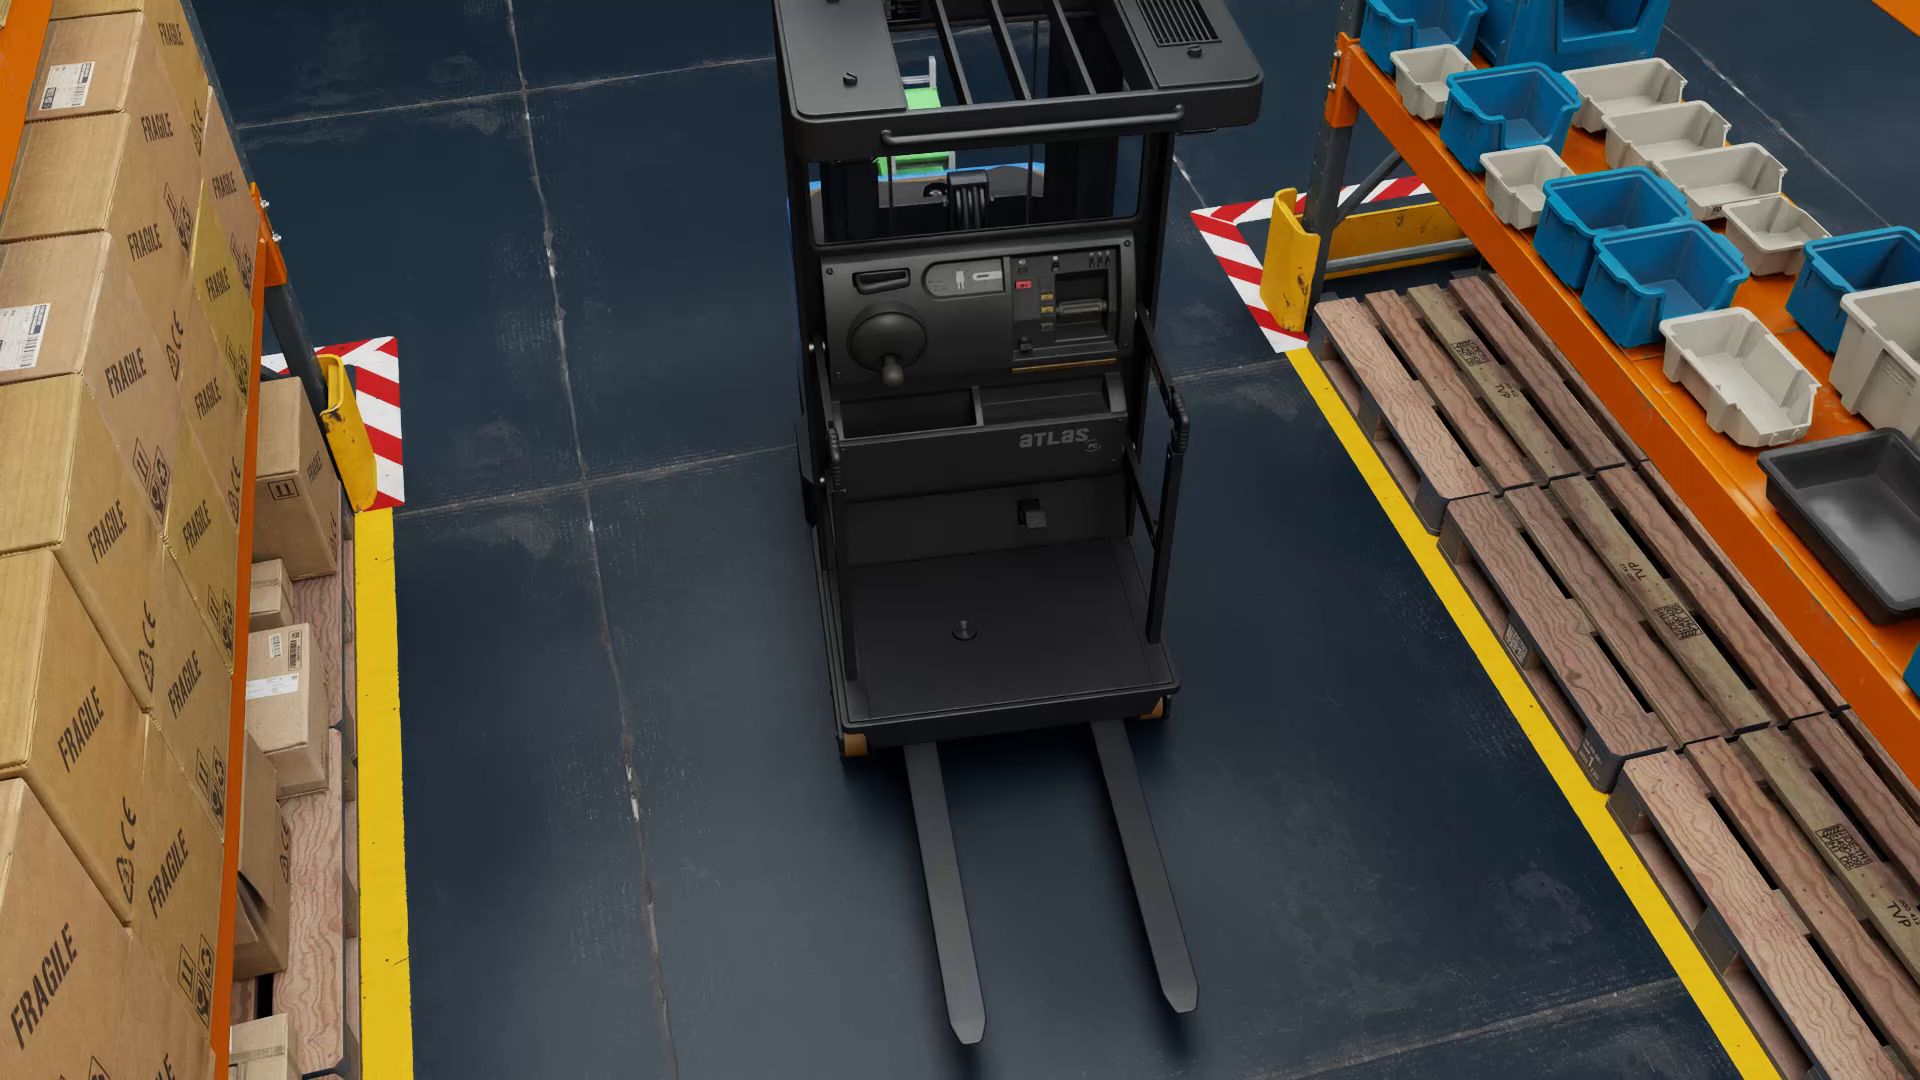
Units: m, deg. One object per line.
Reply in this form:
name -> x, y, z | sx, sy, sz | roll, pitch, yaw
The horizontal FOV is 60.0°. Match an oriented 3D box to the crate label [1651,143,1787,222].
crate label -> 2.467, -1.146, 5.416 | 0.396, 0.136, 0.243 | -11, 47, -10

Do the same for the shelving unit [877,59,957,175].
shelving unit -> -0.177, -1.236, 6.622 | 0.258, 1.200, 0.503 | -6, 46, -6

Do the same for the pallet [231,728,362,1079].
pallet -> -2.327, 1.185, 4.941 | 1.003, 0.211, 1.213 | -11, 47, -10

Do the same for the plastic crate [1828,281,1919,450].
plastic crate -> 2.740, -0.444, 4.626 | 0.437, 0.282, 0.530 | -11, 47, -10

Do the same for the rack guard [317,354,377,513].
rack guard -> -2.841, -0.308, 6.201 | 1.175, 0.500, 0.348 | -11, 47, -10

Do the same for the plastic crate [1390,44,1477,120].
plastic crate -> 1.676, -1.599, 5.860 | 0.250, 0.136, 0.298 | -11, 47, -10

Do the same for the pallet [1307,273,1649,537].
pallet -> 2.102, -0.586, 6.676 | 1.003, 0.211, 1.213 | -11, 47, -10

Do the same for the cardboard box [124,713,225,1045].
cardboard box -> -1.838, 0.737, 3.357 | 0.500, 0.500, 0.500 | -10, 46, -10

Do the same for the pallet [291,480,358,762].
pallet -> -2.636, 0.344, 5.765 | 1.003, 0.211, 1.213 | -11, 47, -10

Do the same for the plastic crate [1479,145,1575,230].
plastic crate -> 1.849, -1.131, 5.401 | 0.250, 0.136, 0.298 | -11, 47, -10

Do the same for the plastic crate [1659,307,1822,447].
plastic crate -> 2.216, -0.452, 4.736 | 0.293, 0.136, 0.466 | -11, 47, -10

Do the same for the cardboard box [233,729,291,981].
cardboard box -> -2.323, 0.950, 4.658 | 0.797, 0.503, 0.637 | -11, 47, -10

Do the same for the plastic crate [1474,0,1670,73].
plastic crate -> 2.195, -1.974, 6.018 | 0.616, 0.435, 0.499 | -11, 47, -10

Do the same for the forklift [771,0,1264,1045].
forklift -> 0.097, -0.586, 4.772 | 1.130, 2.935, 3.031 | -6, 46, -6

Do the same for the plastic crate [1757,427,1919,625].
plastic crate -> 2.406, -0.025, 4.325 | 0.437, 0.125, 0.590 | -11, 47, -10

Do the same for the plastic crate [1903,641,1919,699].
plastic crate -> 2.503, 0.348, 3.778 | 0.392, 0.384, 0.575 | -11, 47, -10

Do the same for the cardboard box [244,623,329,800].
cardboard box -> -2.269, 0.565, 5.213 | 0.500, 0.250, 0.500 | -11, 47, -10

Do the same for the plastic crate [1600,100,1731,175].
plastic crate -> 2.373, -1.334, 5.600 | 0.396, 0.136, 0.243 | -11, 47, -10

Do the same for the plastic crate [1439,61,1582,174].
plastic crate -> 1.842, -1.415, 5.612 | 0.416, 0.233, 0.300 | -11, 47, -10

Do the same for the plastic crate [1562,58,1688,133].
plastic crate -> 2.312, -1.537, 5.798 | 0.396, 0.136, 0.243 | -11, 47, -10

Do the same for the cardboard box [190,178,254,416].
cardboard box -> -2.347, -0.653, 4.720 | 0.500, 0.500, 0.500 | -10, 46, -10

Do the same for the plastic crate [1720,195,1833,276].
plastic crate -> 2.561, -0.945, 5.219 | 0.298, 0.136, 0.250 | -11, 47, -10

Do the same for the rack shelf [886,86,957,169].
rack shelf -> -0.177, -1.528, 6.324 | 0.258, 0.148, 0.480 | -6, 46, -6

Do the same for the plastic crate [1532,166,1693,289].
plastic crate -> 2.011, -0.961, 5.166 | 0.416, 0.233, 0.300 | -11, 47, -10

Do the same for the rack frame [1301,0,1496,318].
rack frame -> 1.929, -2.138, 6.245 | 1.000, 3.000, 0.127 | -11, 47, -10

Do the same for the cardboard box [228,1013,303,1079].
cardboard box -> -1.966, 1.440, 4.415 | 0.380, 0.166, 0.250 | -11, 47, -10

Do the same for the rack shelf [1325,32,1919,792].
rack shelf -> 2.441, -0.505, 5.149 | 1.077, 0.370, 4.000 | -11, 47, -10

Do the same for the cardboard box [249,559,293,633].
cardboard box -> -2.467, 0.229, 5.601 | 0.380, 0.166, 0.250 | -11, 47, -10

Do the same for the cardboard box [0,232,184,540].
cardboard box -> -2.082, -0.303, 3.676 | 0.500, 0.500, 0.500 | -9, 46, -9

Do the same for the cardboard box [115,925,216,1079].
cardboard box -> -1.704, 1.090, 3.012 | 0.500, 0.500, 0.500 | -10, 46, -9

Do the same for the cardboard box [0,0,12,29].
cardboard box -> -2.216, -1.236, 3.366 | 0.500, 0.250, 0.500 | -11, 47, -10

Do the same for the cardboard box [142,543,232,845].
cardboard box -> -1.964, 0.391, 3.696 | 0.500, 0.500, 0.500 | -11, 47, -11

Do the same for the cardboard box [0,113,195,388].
cardboard box -> -2.214, -0.657, 4.024 | 0.500, 0.500, 0.500 | -10, 46, -9

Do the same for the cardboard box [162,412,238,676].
cardboard box -> -2.095, 0.040, 4.040 | 0.500, 0.500, 0.500 | -11, 47, -11

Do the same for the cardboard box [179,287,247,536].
cardboard box -> -2.224, -0.307, 4.381 | 0.500, 0.500, 0.500 | -10, 46, -10

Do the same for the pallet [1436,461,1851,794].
pallet -> 2.411, 0.255, 5.852 | 1.003, 0.211, 1.213 | -11, 47, -10

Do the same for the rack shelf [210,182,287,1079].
rack shelf -> -2.349, 0.398, 4.264 | 1.077, 0.370, 4.000 | -11, 47, -10

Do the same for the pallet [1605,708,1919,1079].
pallet -> 2.727, 1.099, 5.025 | 1.003, 0.211, 1.213 | -11, 47, -10

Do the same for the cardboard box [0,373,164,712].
cardboard box -> -1.949, 0.054, 3.327 | 0.500, 0.500, 0.500 | -12, 47, -11

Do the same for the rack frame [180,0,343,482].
rack frame -> -2.861, -1.235, 5.360 | 1.000, 3.000, 0.127 | -11, 47, -10

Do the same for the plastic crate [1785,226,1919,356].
plastic crate -> 2.702, -0.729, 4.940 | 0.416, 0.233, 0.300 | -11, 47, -10

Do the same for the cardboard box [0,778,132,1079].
cardboard box -> -1.685, 0.765, 2.630 | 0.500, 0.500, 0.500 | -10, 46, -9

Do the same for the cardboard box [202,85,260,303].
cardboard box -> -2.483, -1.010, 5.070 | 0.500, 0.500, 0.500 | -9, 46, -9

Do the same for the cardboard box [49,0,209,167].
cardboard box -> -2.481, -1.363, 4.715 | 0.500, 0.500, 0.500 | -11, 47, -11

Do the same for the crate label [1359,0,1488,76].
crate label -> 1.673, -1.870, 6.057 | 0.416, 0.233, 0.303 | -11, 47, -10

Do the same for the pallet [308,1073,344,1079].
pallet -> -2.012, 2.028, 4.114 | 1.003, 0.211, 1.213 | -11, 47, -10

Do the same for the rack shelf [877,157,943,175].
rack shelf -> -0.177, -1.360, 6.496 | 0.258, 0.148, 0.480 | -6, 46, -6

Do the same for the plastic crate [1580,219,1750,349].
plastic crate -> 2.087, -0.754, 4.963 | 0.416, 0.233, 0.300 | -11, 47, -10

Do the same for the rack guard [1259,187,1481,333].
rack guard -> 1.910, -1.277, 7.152 | 1.175, 0.500, 0.348 | -11, 47, -10

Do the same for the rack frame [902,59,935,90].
rack frame -> -0.215, -1.409, 6.790 | 0.240, 1.200, 0.015 | -6, 46, -6

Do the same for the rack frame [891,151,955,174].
rack frame -> -0.139, -1.064, 6.453 | 0.240, 1.200, 0.015 | -6, 46, -6

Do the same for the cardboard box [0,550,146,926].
cardboard box -> -1.818, 0.409, 2.979 | 0.500, 0.500, 0.500 | -12, 47, -12

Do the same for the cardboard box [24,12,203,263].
cardboard box -> -2.351, -1.014, 4.374 | 0.500, 0.500, 0.500 | -10, 46, -9

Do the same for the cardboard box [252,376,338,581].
cardboard box -> -2.483, -0.184, 5.772 | 0.500, 0.500, 0.500 | -11, 47, -10
